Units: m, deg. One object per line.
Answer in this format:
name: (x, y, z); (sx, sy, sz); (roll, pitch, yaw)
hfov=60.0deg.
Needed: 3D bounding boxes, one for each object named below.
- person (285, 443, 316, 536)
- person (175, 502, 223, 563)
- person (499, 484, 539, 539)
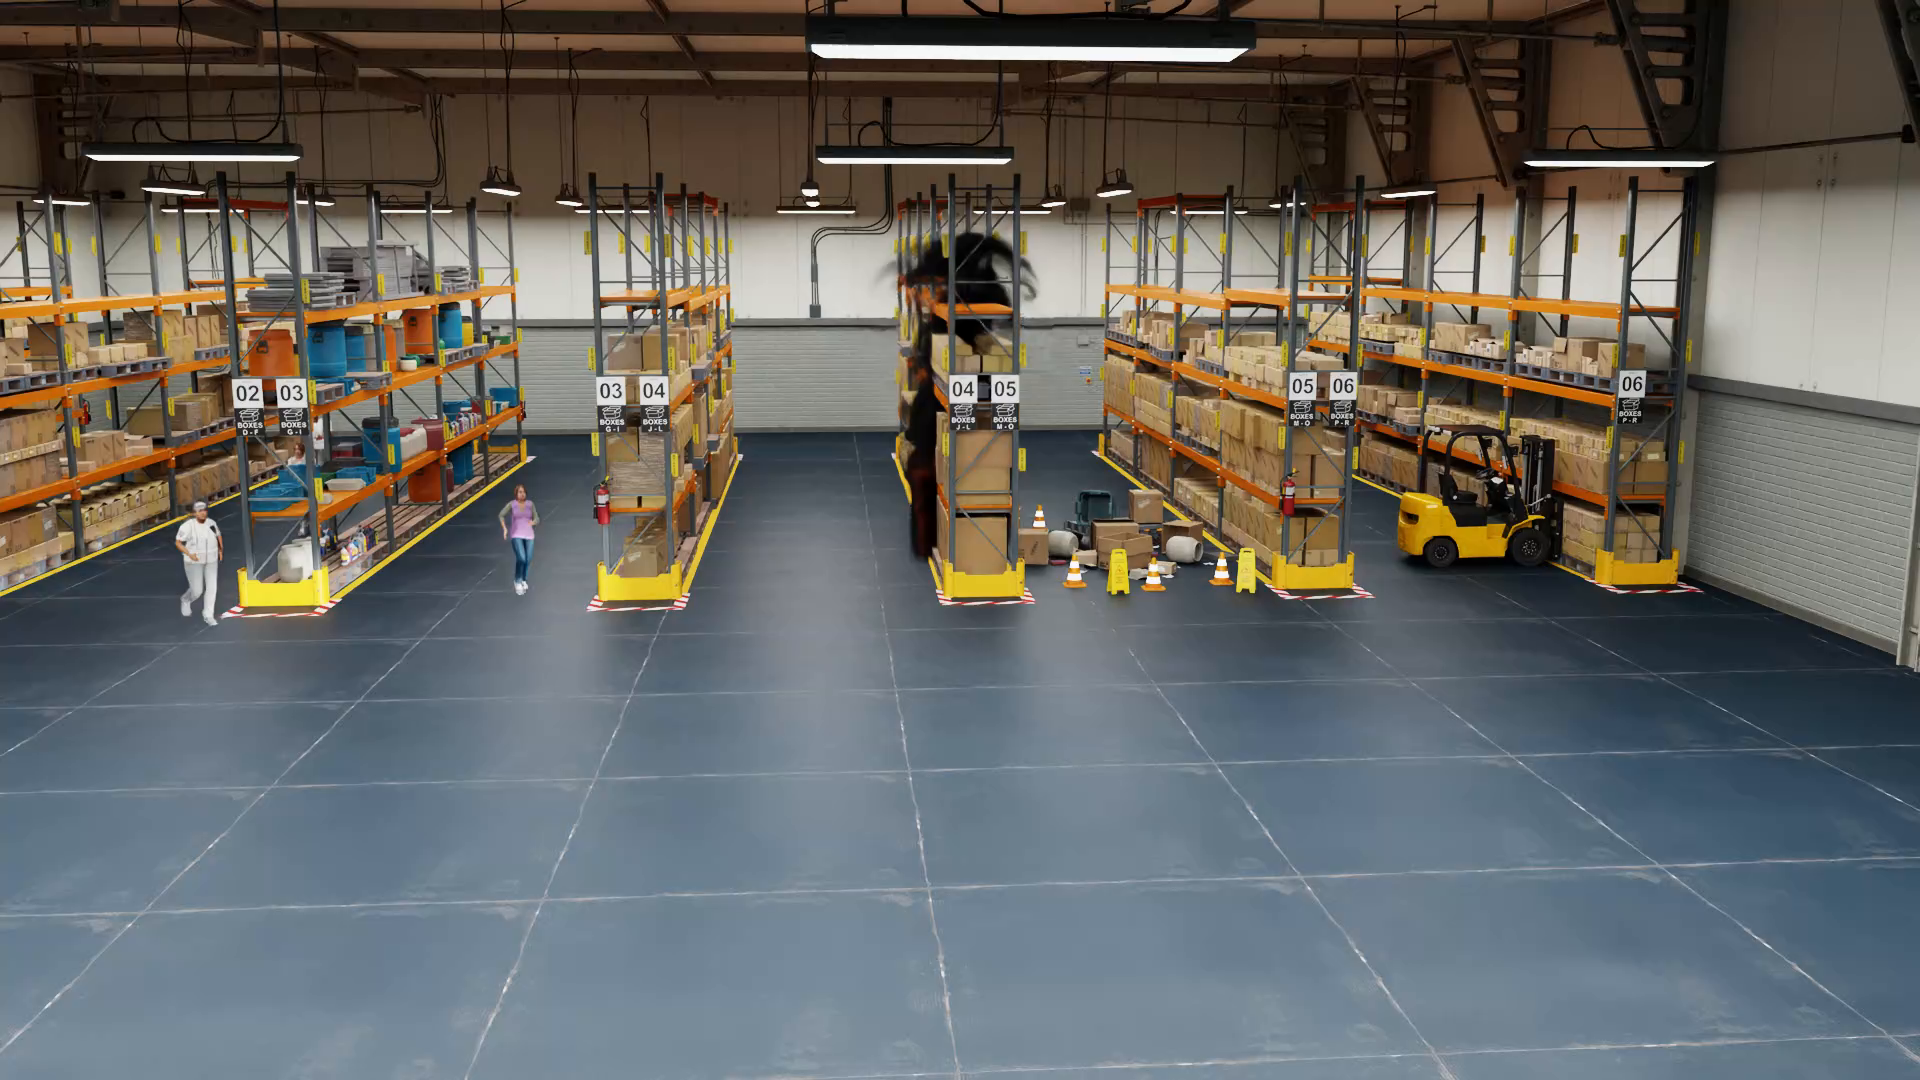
person: (-11.558, -0.916, 29.189); (0.539, 1.583, 0.894); (-1, 10, -6)
person: (-10.141, -0.088, 22.254); (0.390, 0.845, 0.639); (9, 14, 42)
person: (-6.338, -0.395, 24.024); (0.510, 0.804, 0.605); (-6, 12, -32)
